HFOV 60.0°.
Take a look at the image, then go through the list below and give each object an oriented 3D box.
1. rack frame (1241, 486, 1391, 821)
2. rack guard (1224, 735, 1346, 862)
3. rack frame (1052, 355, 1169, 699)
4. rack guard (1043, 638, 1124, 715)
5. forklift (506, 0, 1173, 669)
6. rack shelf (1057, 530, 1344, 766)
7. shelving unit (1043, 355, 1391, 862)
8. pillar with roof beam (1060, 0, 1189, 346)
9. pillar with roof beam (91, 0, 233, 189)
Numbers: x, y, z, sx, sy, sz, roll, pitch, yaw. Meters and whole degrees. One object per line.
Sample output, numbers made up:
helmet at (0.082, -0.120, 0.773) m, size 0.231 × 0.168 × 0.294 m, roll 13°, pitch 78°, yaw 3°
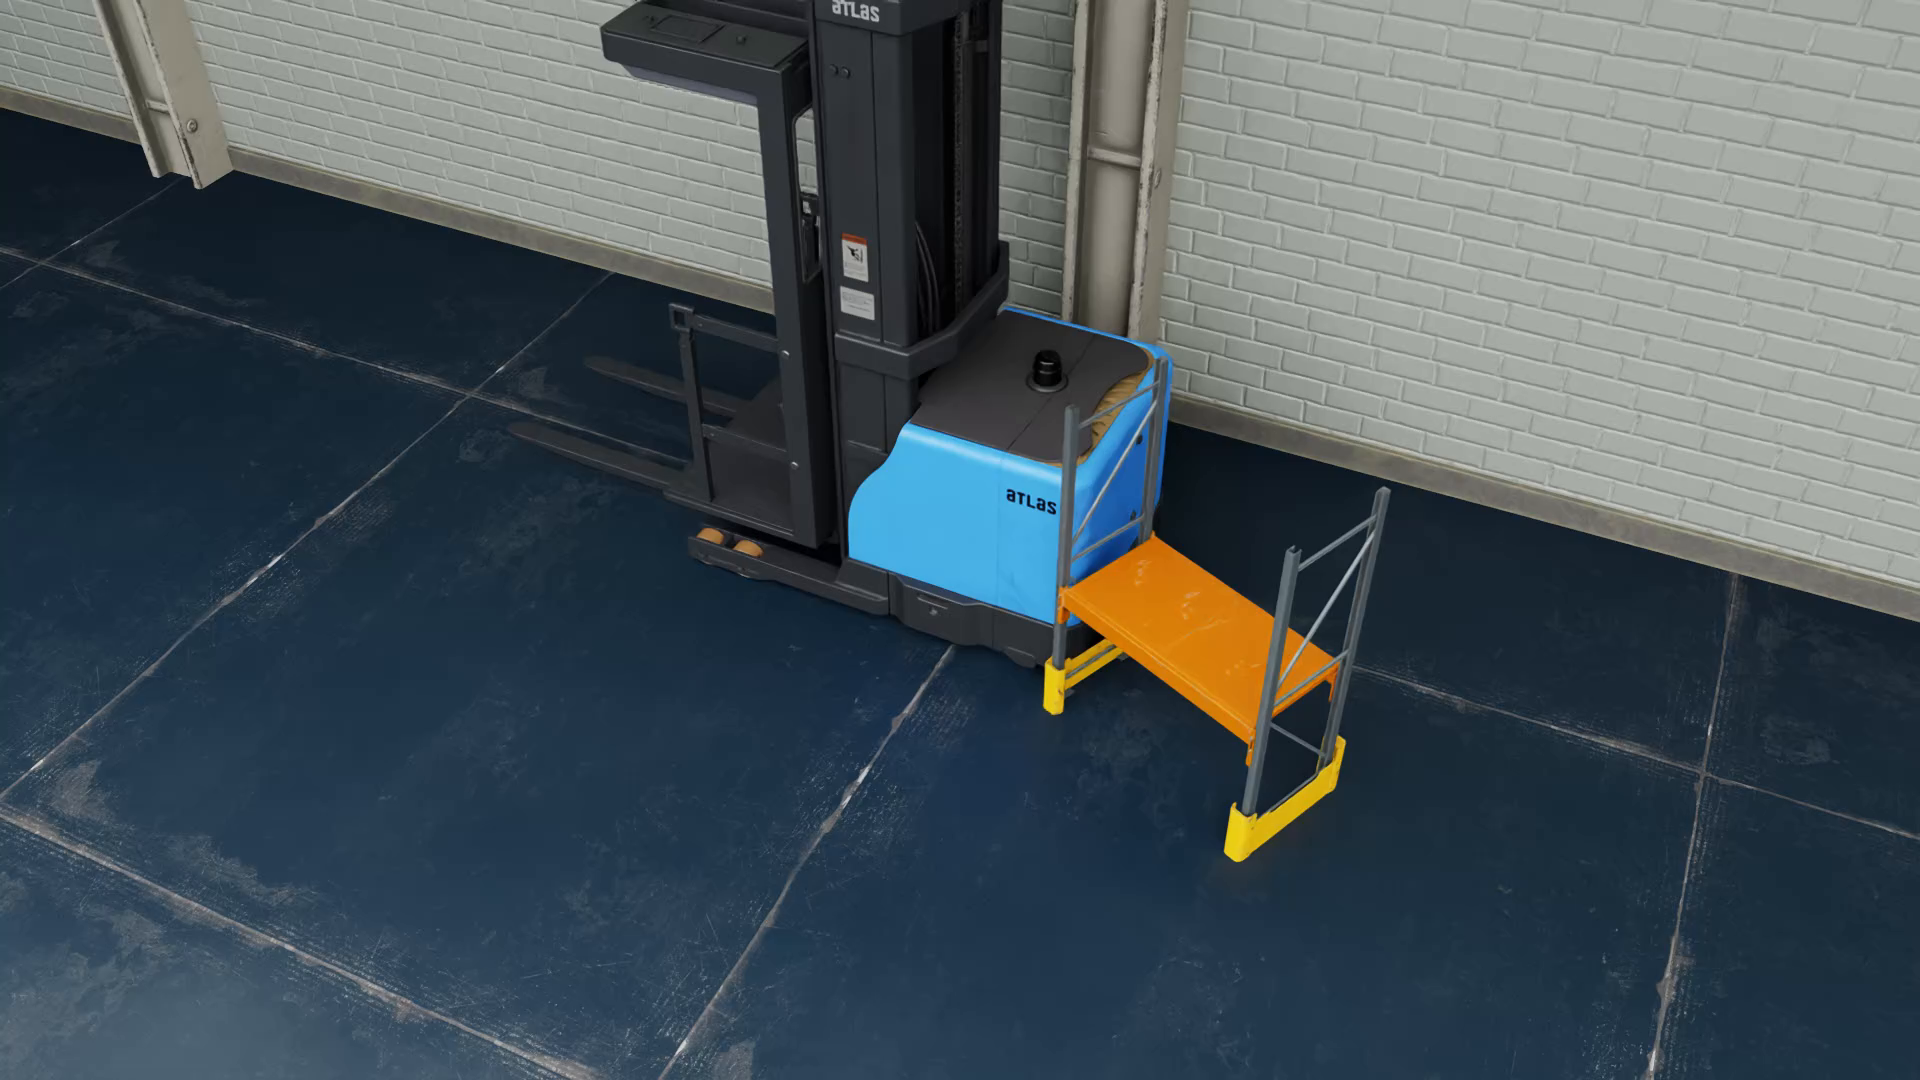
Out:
rack frame at (1.237, 0.502, 5.910) m, size 0.500 × 1.500 × 0.032 m, roll -30°, pitch 49°, yaw -30°
rack guard at (1.237, 0.974, 6.320) m, size 0.587 × 0.250 × 0.087 m, roll -30°, pitch 49°, yaw -30°
rack frame at (0.571, -0.001, 6.490) m, size 0.500 × 1.500 × 0.032 m, roll -30°, pitch 49°, yaw -30°
rack guard at (0.584, 0.481, 6.888) m, size 0.587 × 0.250 × 0.087 m, roll -30°, pitch 49°, yaw -30°
forklift at (-0.654, -1.230, 6.816) m, size 3.031 × 2.935 × 1.130 m, roll 18°, pitch 44°, yaw 19°
rack shelf at (0.904, 0.387, 6.317) m, size 0.538 × 0.185 × 1.000 m, roll -30°, pitch 49°, yaw -30°
shelving unit at (0.910, 0.255, 6.194) m, size 0.587 × 1.500 × 1.083 m, roll -30°, pitch 49°, yaw -30°
pillar with roof beam at (-1.102, -1.457, 2.445) m, size 0.400 × 9.000 × 9.100 m, roll 17°, pitch 44°, yaw 19°
pillar with roof beam at (-6.539, -3.119, 4.362) m, size 0.400 × 9.000 × 9.100 m, roll 17°, pitch 44°, yaw 19°
